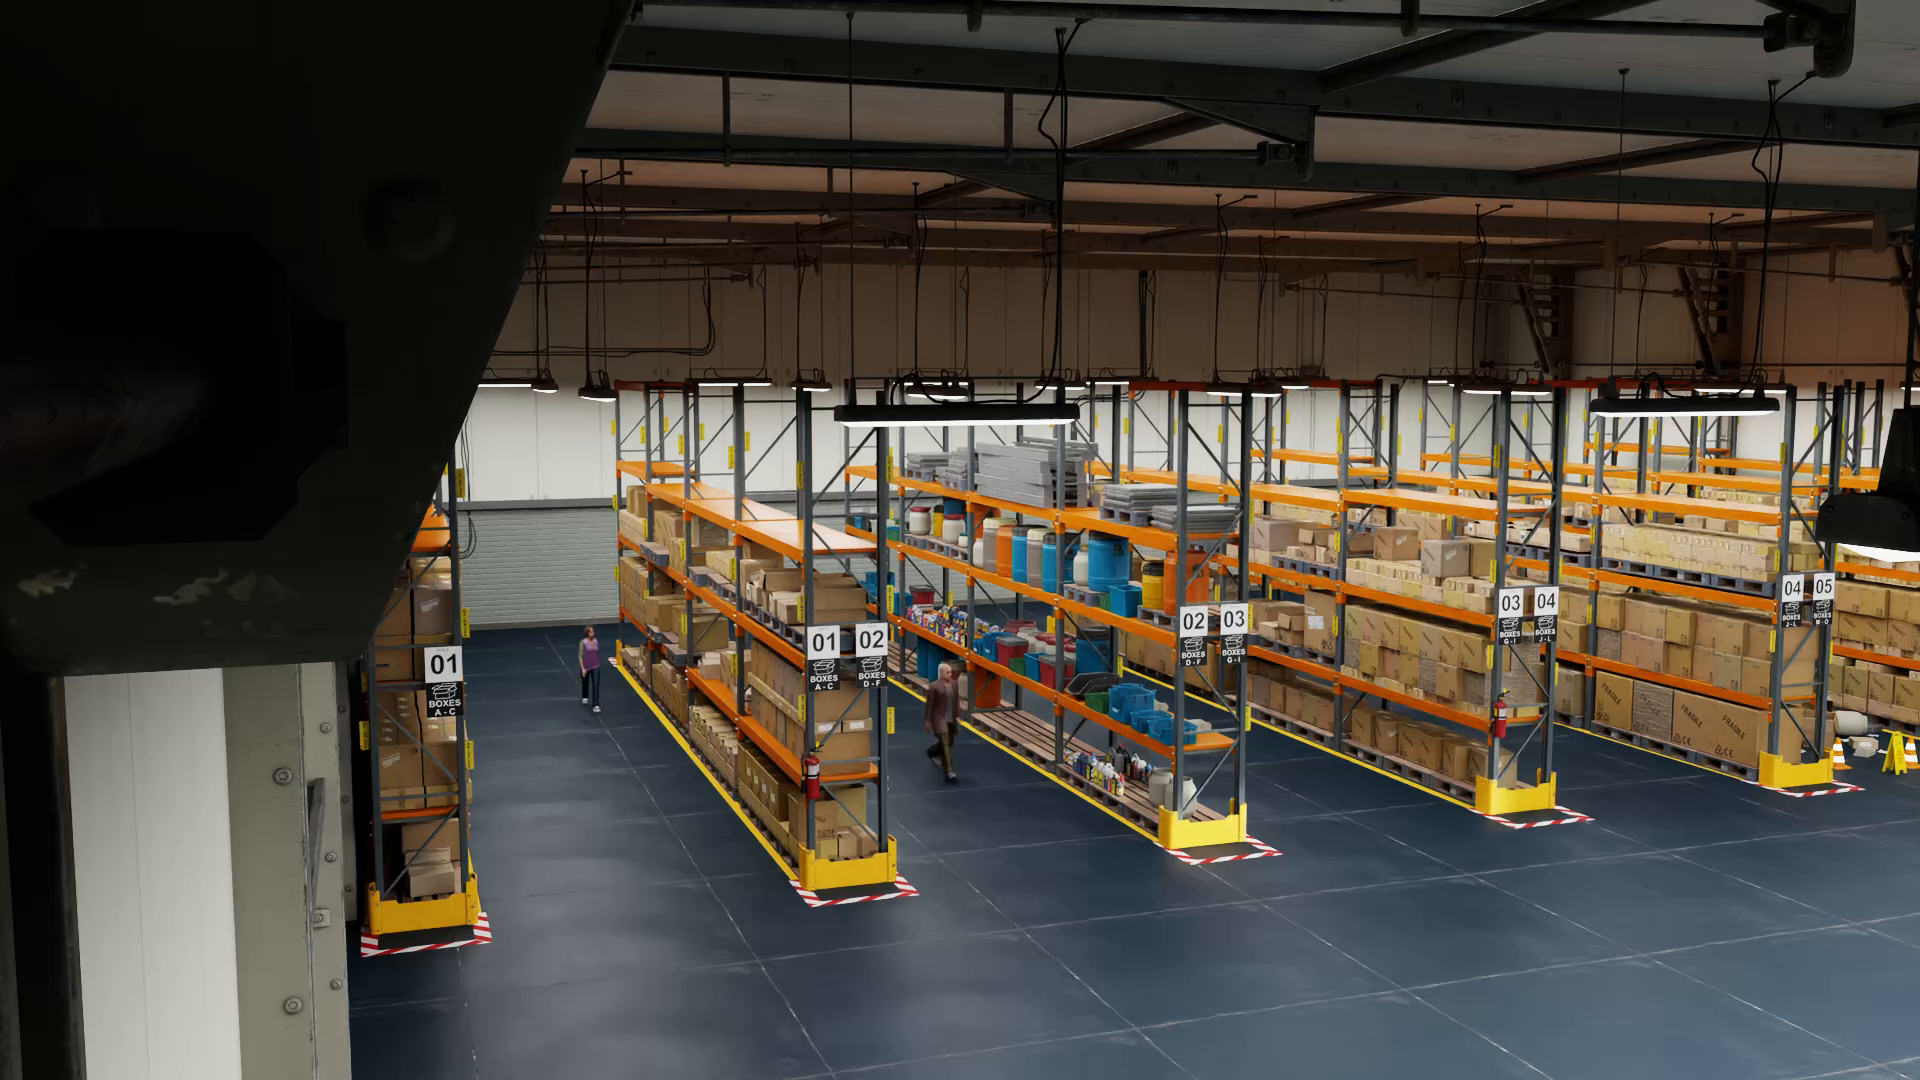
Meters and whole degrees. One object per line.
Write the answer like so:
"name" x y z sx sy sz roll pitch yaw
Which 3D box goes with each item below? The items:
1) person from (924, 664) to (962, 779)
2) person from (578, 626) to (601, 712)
"person" -0.265 2.760 25.638 0.626 1.741 1.068 -5 8 -38
"person" -6.796 2.336 30.445 0.403 1.535 0.994 -2 6 -21
